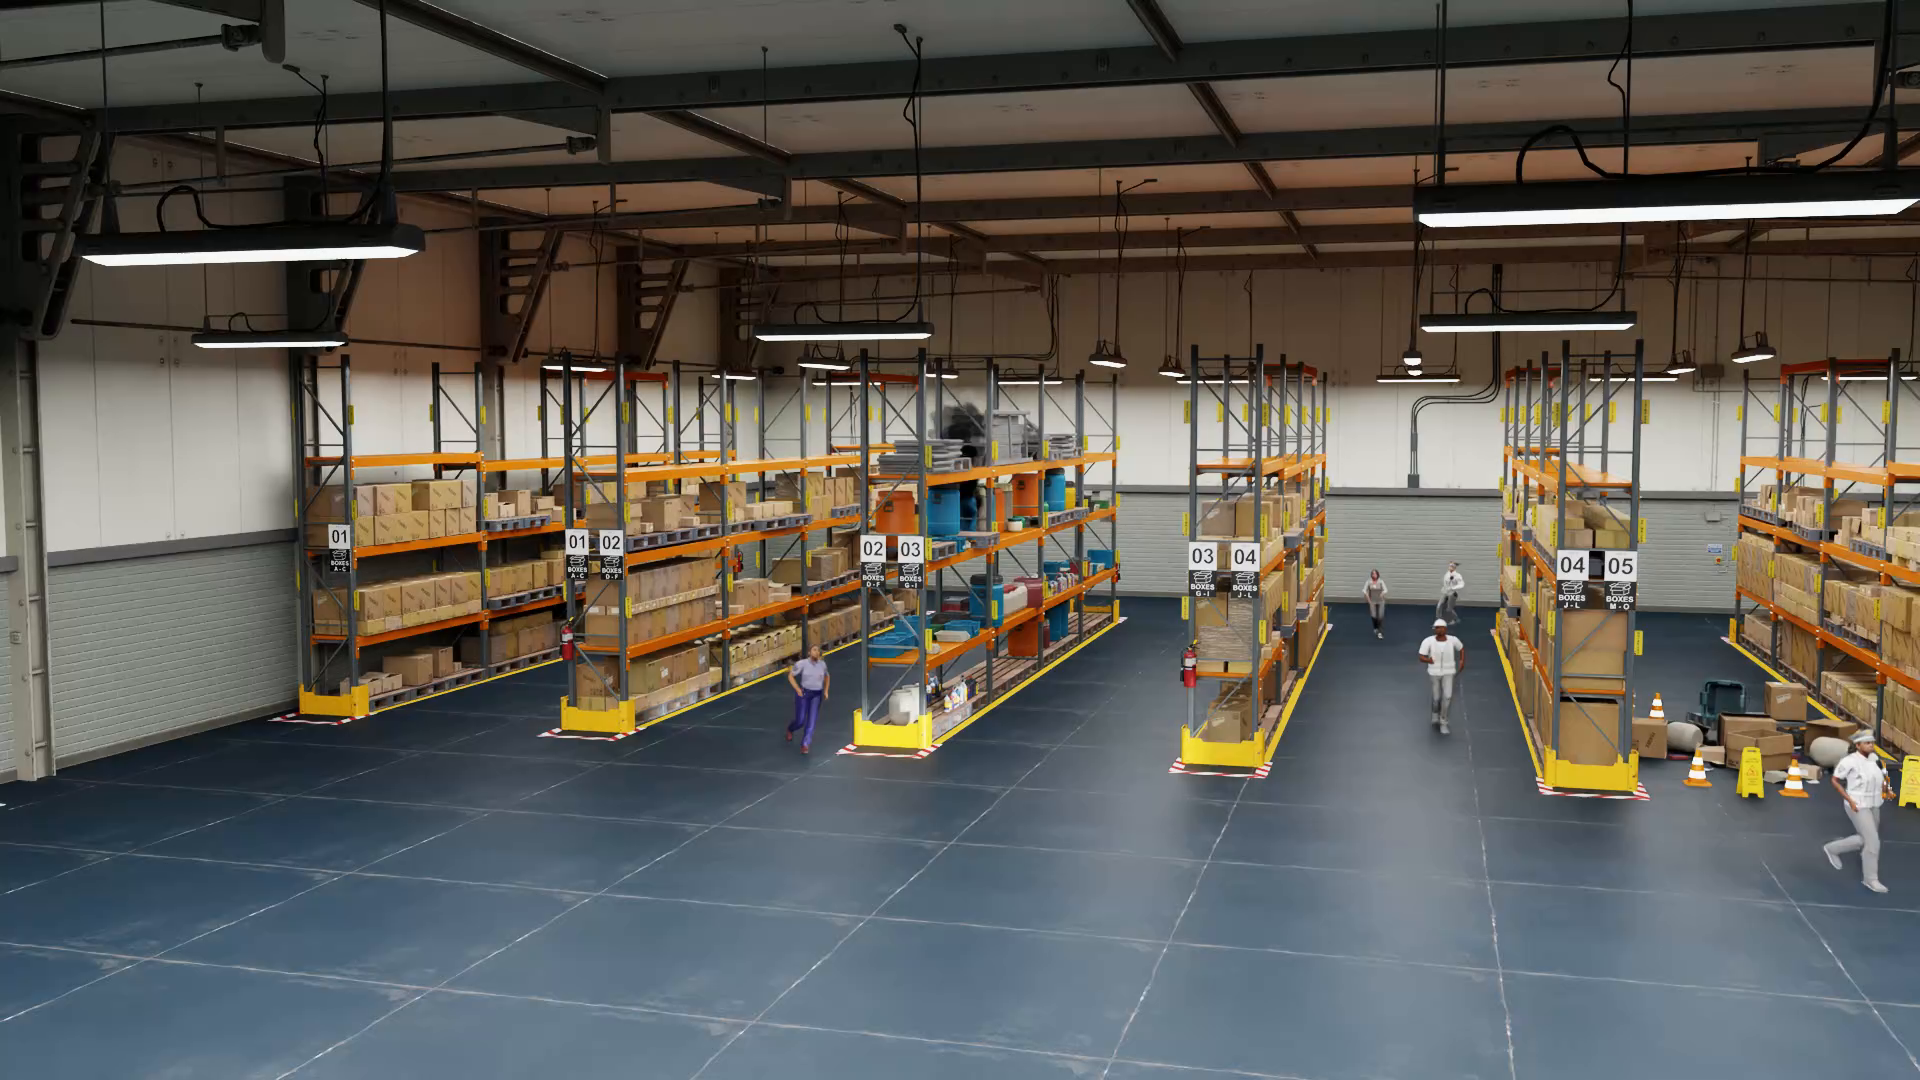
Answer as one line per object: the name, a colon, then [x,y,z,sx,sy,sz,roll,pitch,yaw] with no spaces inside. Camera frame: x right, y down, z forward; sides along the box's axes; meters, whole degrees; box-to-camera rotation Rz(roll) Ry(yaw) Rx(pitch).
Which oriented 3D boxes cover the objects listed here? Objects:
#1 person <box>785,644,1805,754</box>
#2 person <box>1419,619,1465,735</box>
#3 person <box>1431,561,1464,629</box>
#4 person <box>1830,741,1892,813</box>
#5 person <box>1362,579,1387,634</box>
person: [5.502,2.281,25.795,15.643,1.593,4.988,-2,5,-23]
person: [7.655,2.152,26.424,0.704,1.793,0.889,1,4,17]
person: [2.130,0.415,38.823,17.190,3.468,9.875,-2,5,-29]
person: [9.633,2.462,17.654,0.574,0.841,0.465,-2,5,-23]
person: [9.315,1.499,37.342,0.542,1.267,0.470,1,4,12]
